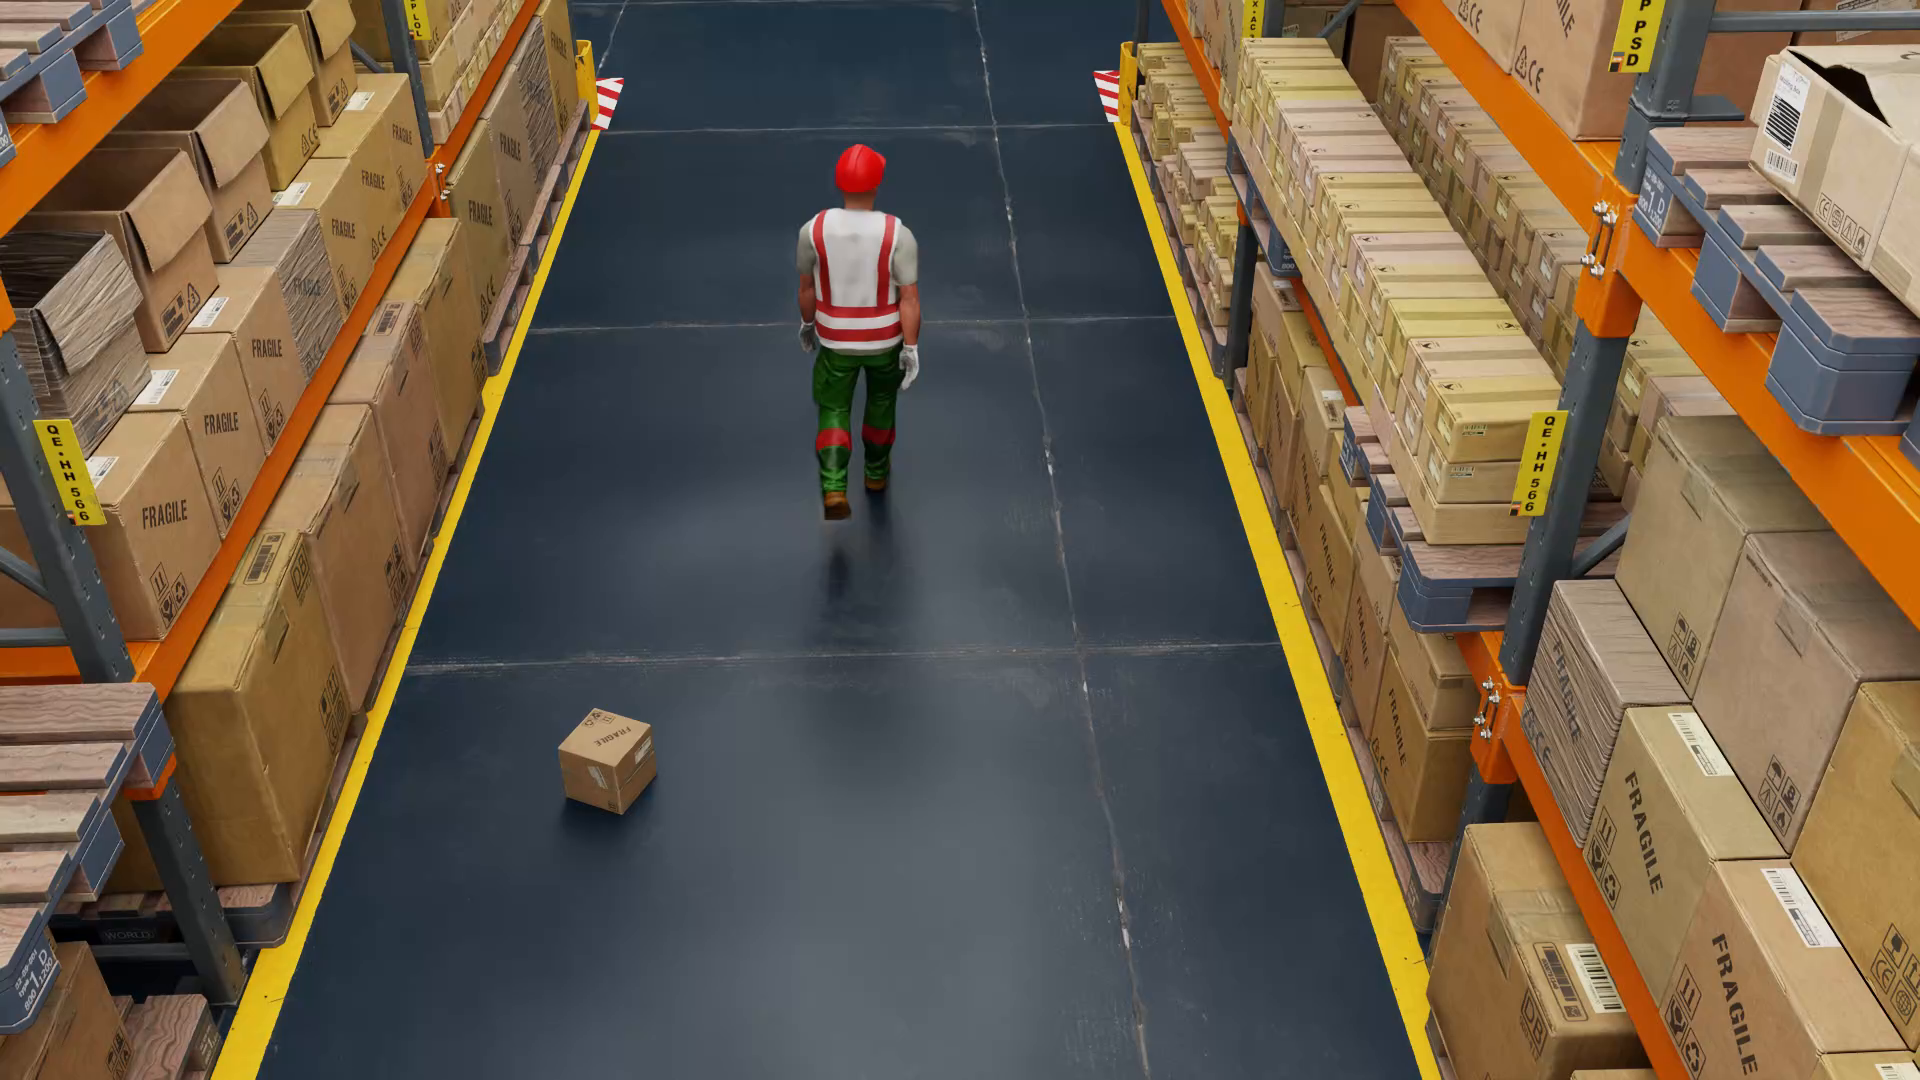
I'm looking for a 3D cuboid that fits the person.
[{"bbox_3d":[-0.452,-0.885,7.375,0.571,1.762,0.853,2,35,2],"label":"person"}]
